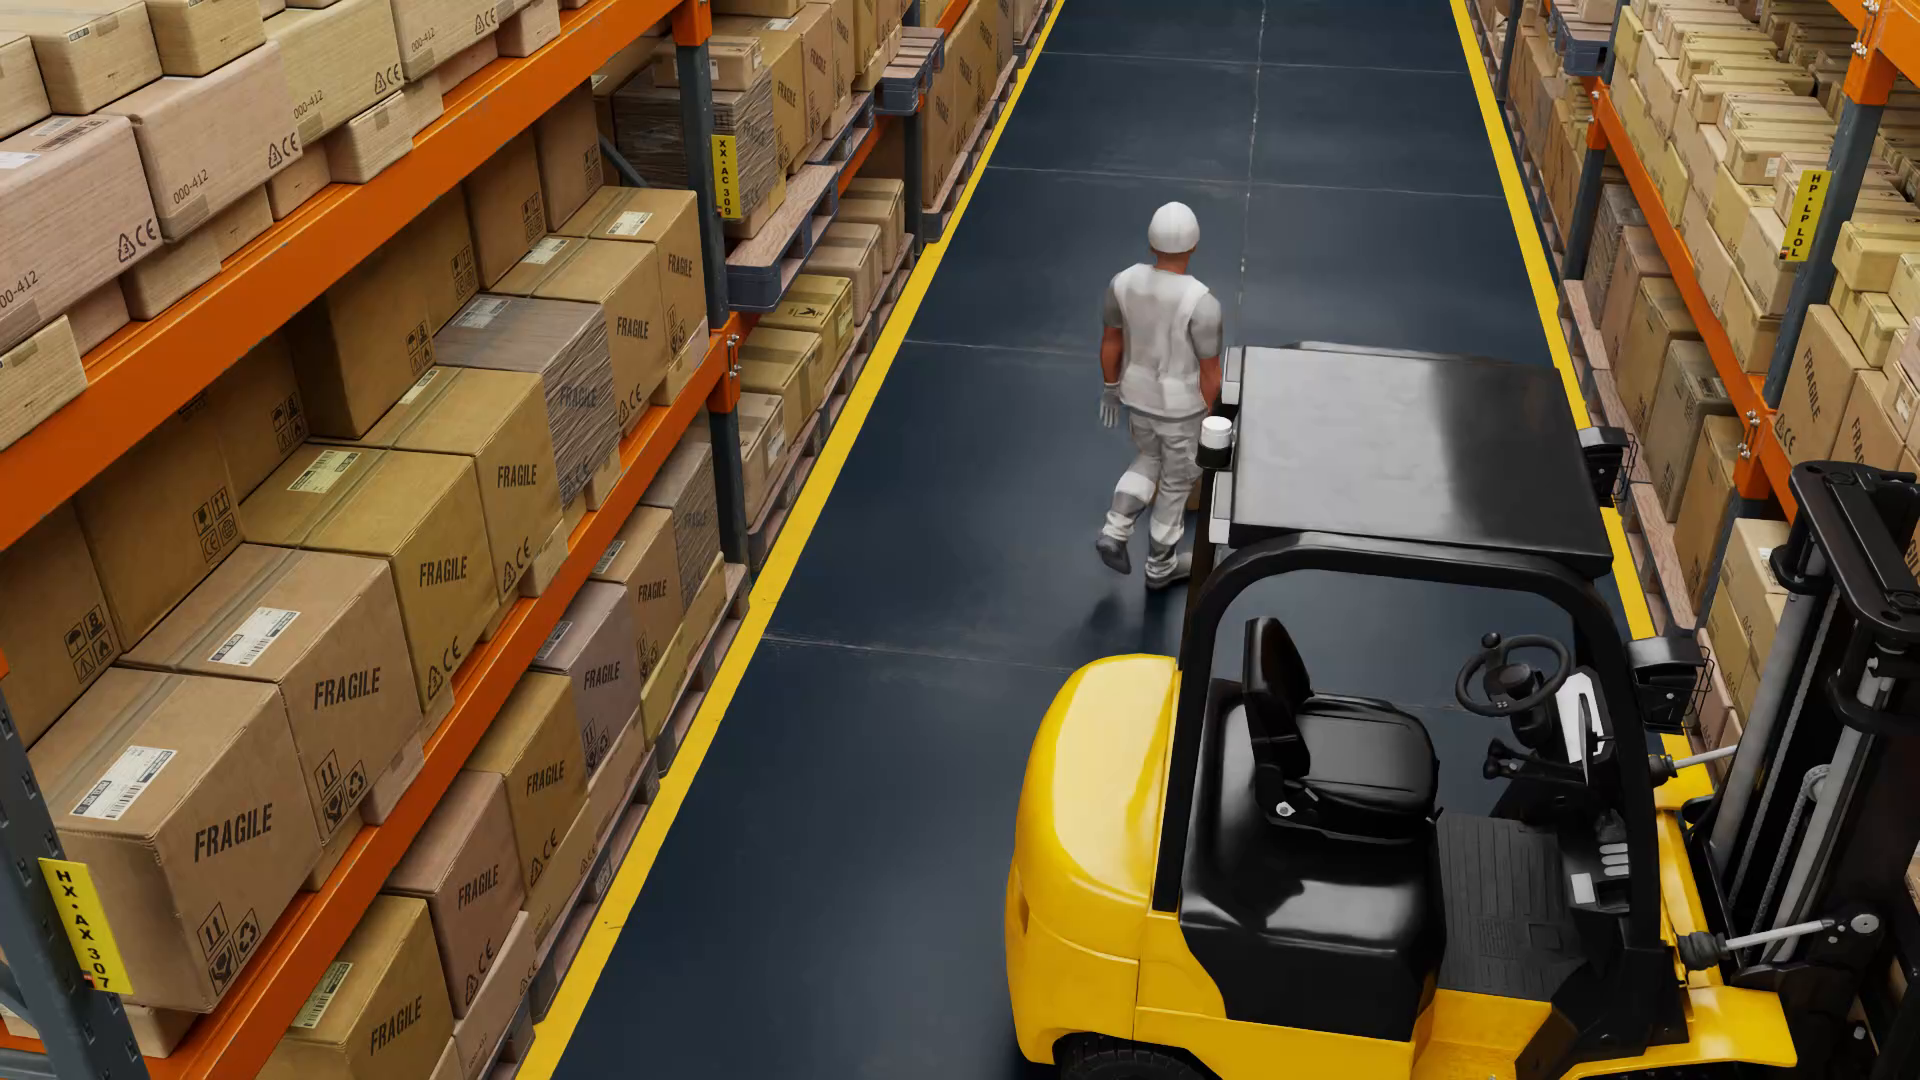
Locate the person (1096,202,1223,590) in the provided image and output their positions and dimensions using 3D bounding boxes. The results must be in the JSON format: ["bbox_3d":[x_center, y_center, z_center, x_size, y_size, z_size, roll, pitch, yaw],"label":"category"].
[{"bbox_3d":[0.853,-0.575,6.995,0.556,1.784,0.505,27,41,36],"label":"person"}]
